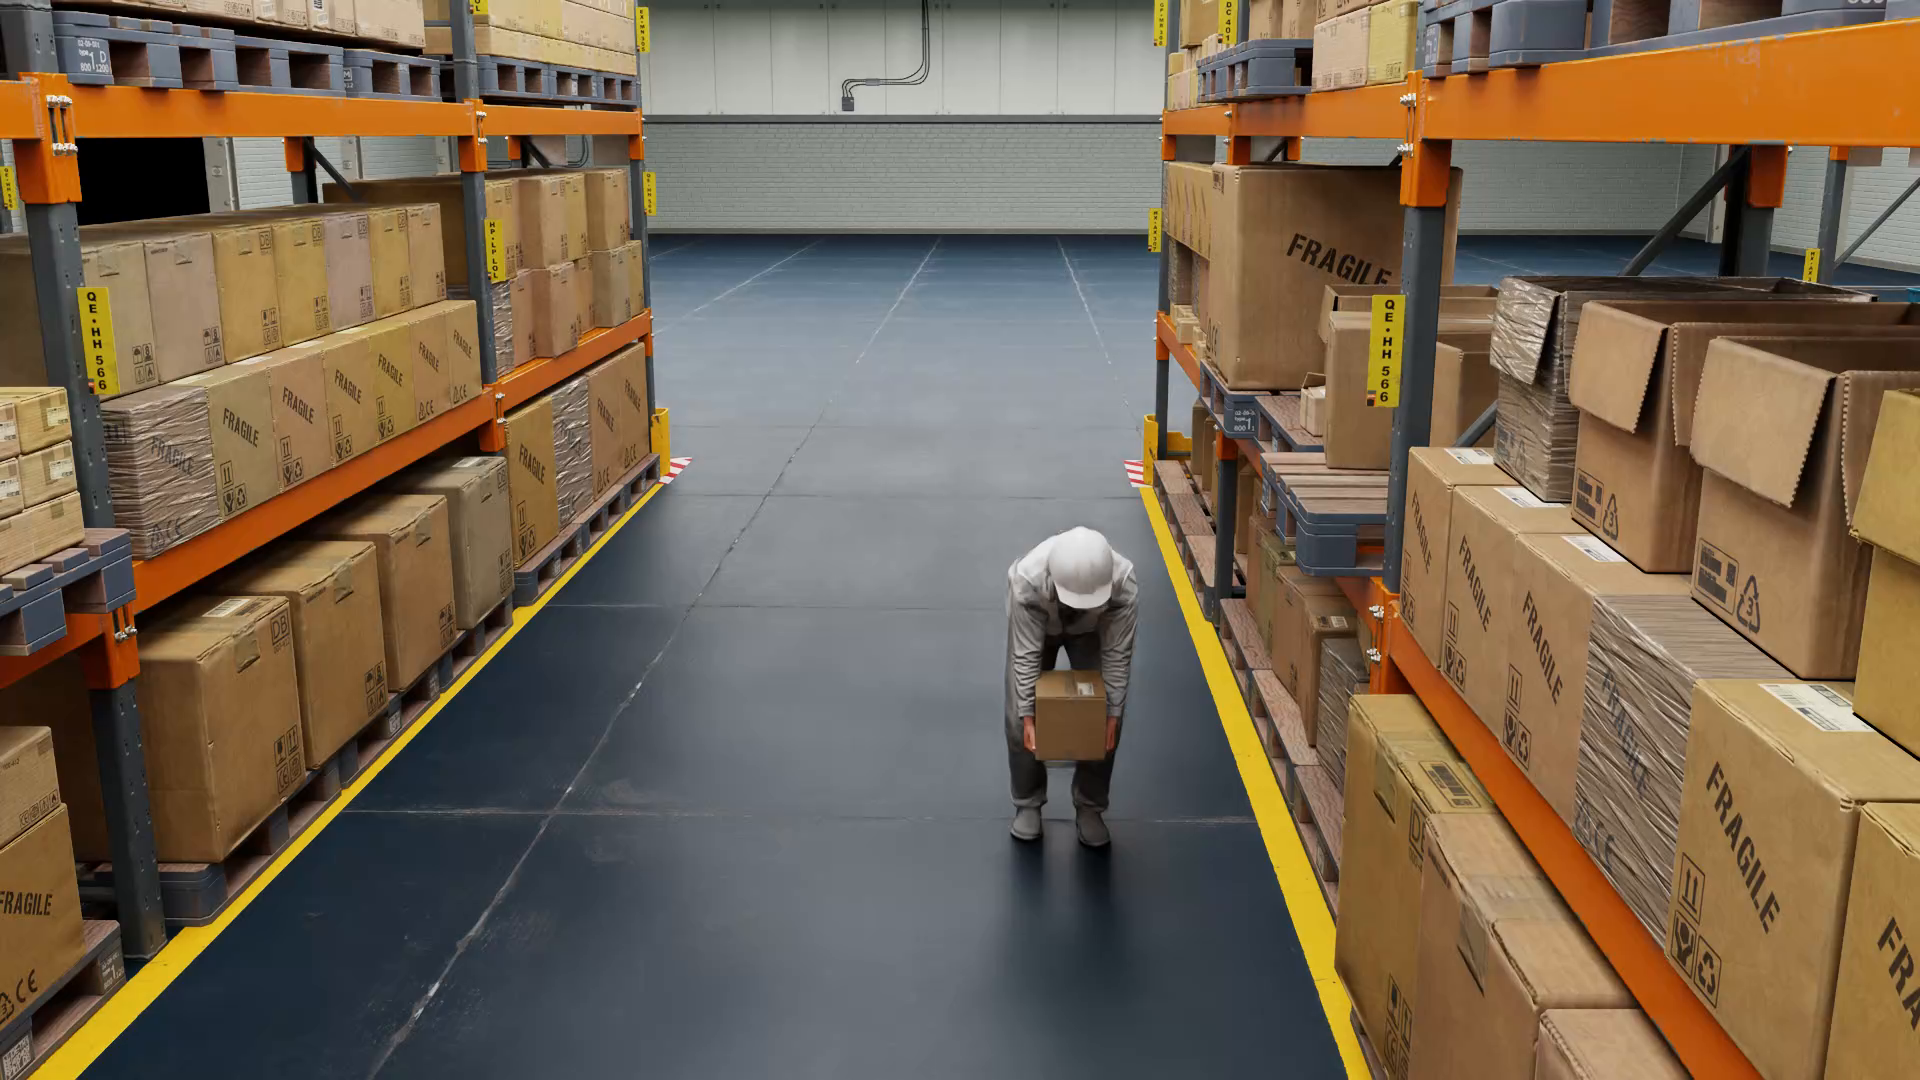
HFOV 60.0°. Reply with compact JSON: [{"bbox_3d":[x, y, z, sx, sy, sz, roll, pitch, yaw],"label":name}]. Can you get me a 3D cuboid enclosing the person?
[{"bbox_3d":[0.415,0.316,6.269,0.480,1.724,0.603,0,14,0],"label":"person"}]
